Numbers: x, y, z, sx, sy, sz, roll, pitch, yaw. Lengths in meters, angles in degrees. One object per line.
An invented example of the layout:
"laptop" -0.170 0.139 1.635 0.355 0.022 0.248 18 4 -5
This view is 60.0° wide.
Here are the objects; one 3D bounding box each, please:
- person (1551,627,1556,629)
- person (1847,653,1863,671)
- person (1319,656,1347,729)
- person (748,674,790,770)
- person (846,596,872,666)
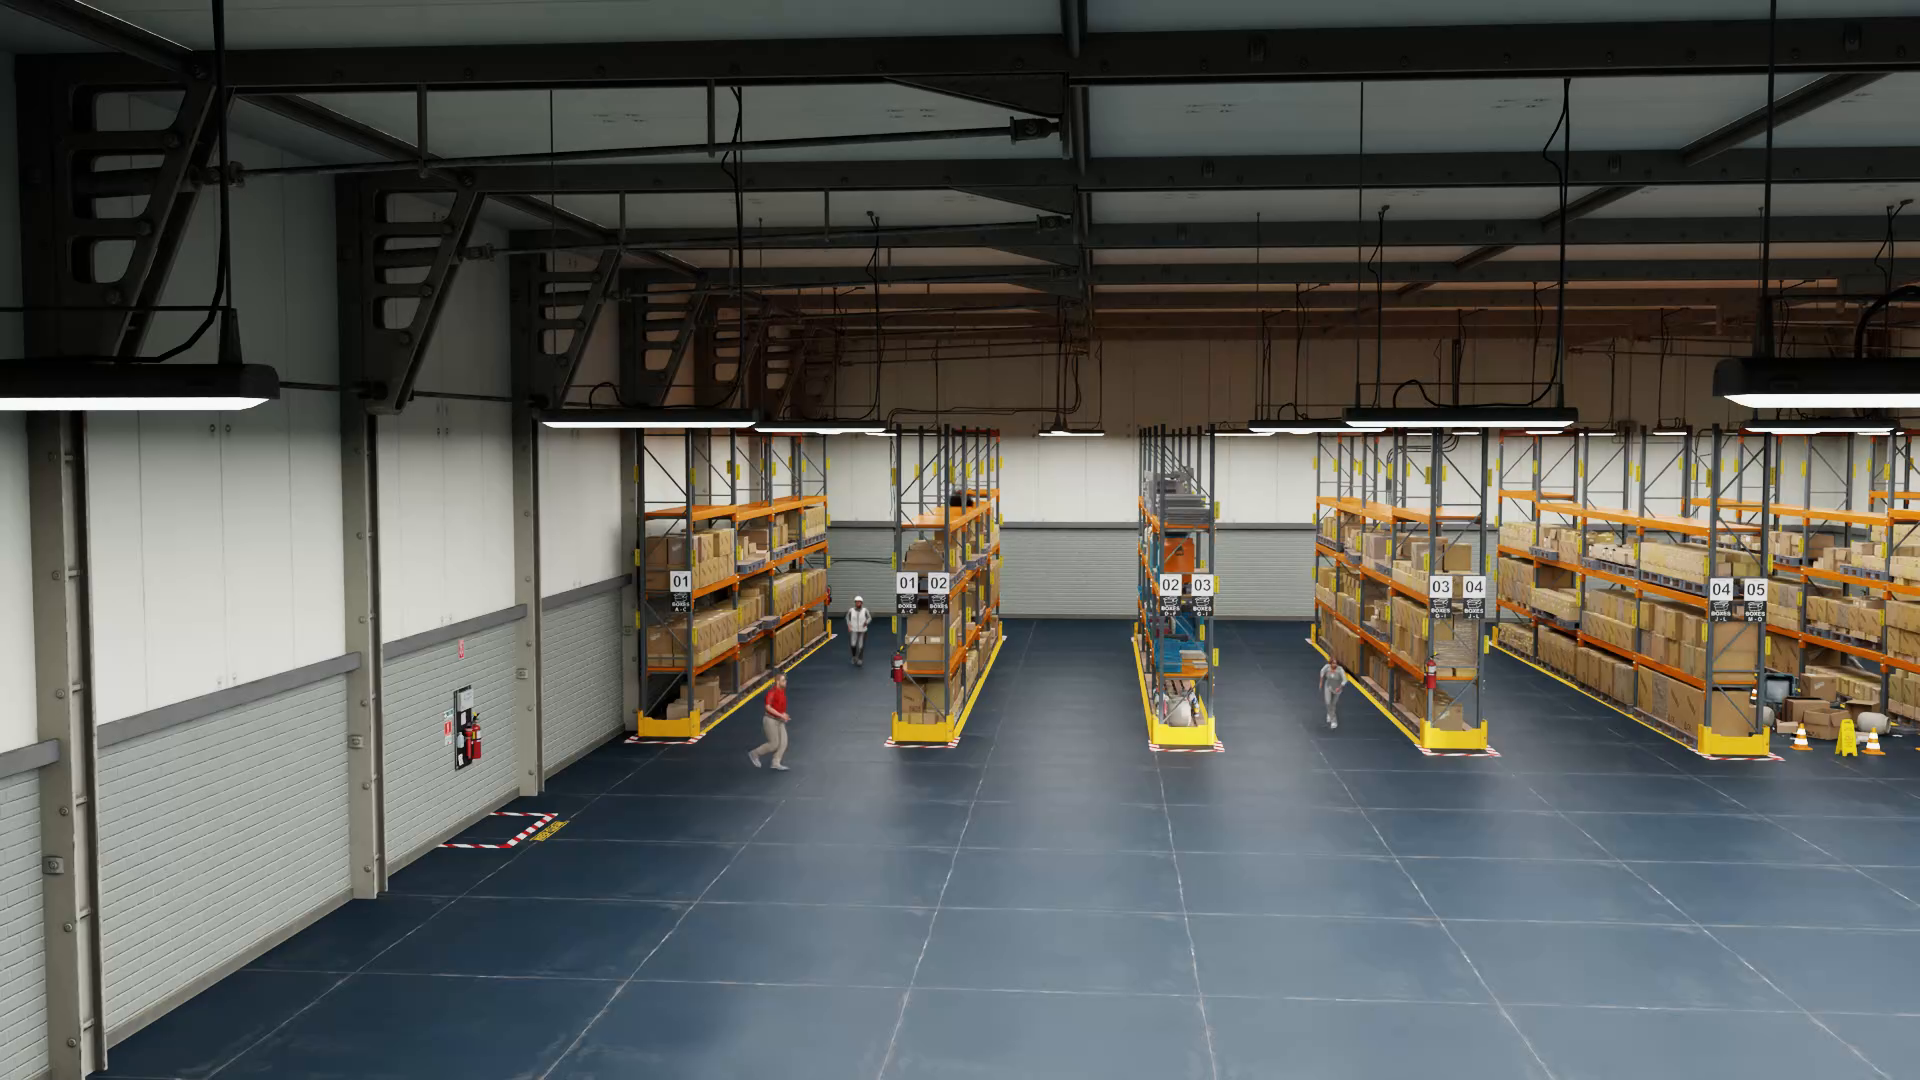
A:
"person" 16.836 2.066 46.517 0.659 1.729 0.821 -2 4 -27
"person" 21.392 2.480 39.945 0.611 1.646 0.751 0 3 -6
"person" 7.408 2.983 33.029 0.542 1.444 0.969 1 4 13
"person" -3.236 3.148 28.731 0.724 1.677 0.659 1 4 17
"person" -2.559 2.297 41.929 0.668 1.759 0.664 0 3 -1
